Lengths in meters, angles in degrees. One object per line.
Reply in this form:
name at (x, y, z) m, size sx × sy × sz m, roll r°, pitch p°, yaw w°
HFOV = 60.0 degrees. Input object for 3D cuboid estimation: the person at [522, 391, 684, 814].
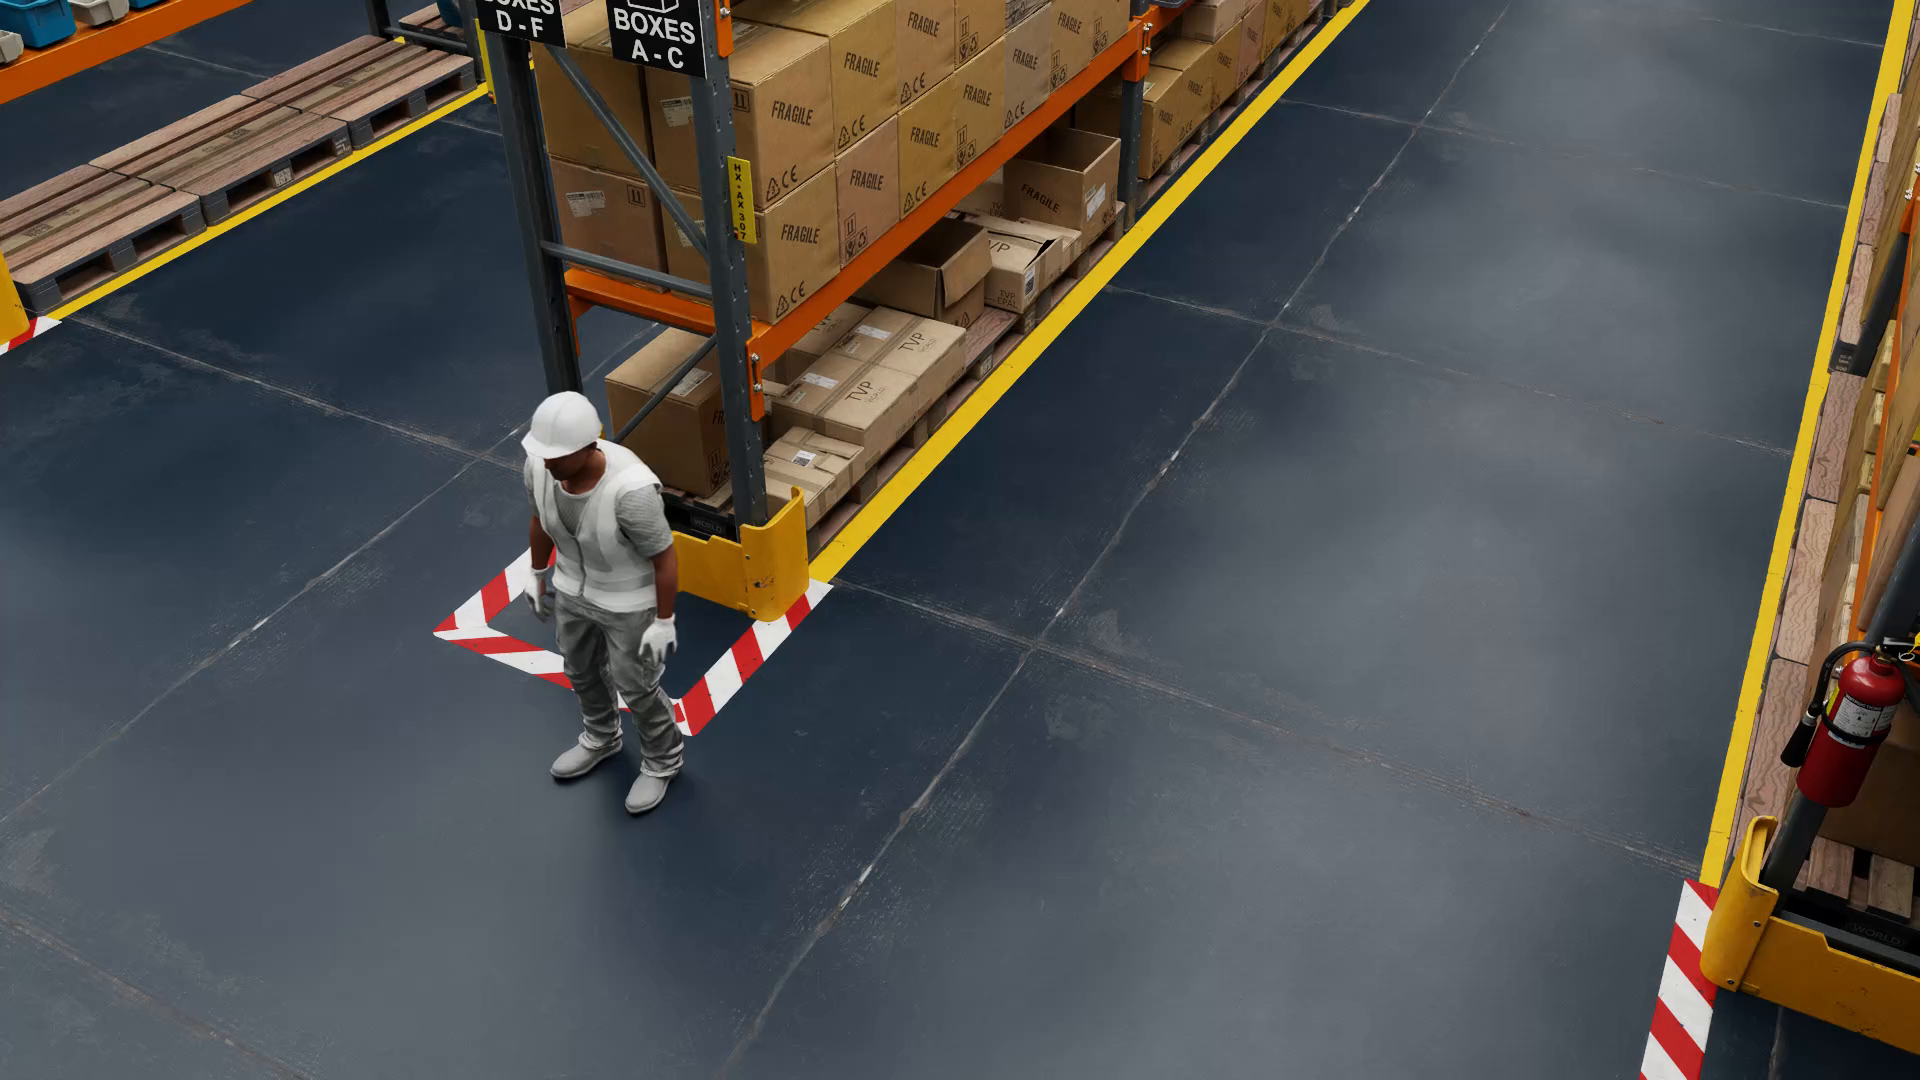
person at (-1.256, 0.210, 5.869) m, size 0.632 × 1.775 × 0.444 m, roll 19°, pitch 42°, yaw 23°
